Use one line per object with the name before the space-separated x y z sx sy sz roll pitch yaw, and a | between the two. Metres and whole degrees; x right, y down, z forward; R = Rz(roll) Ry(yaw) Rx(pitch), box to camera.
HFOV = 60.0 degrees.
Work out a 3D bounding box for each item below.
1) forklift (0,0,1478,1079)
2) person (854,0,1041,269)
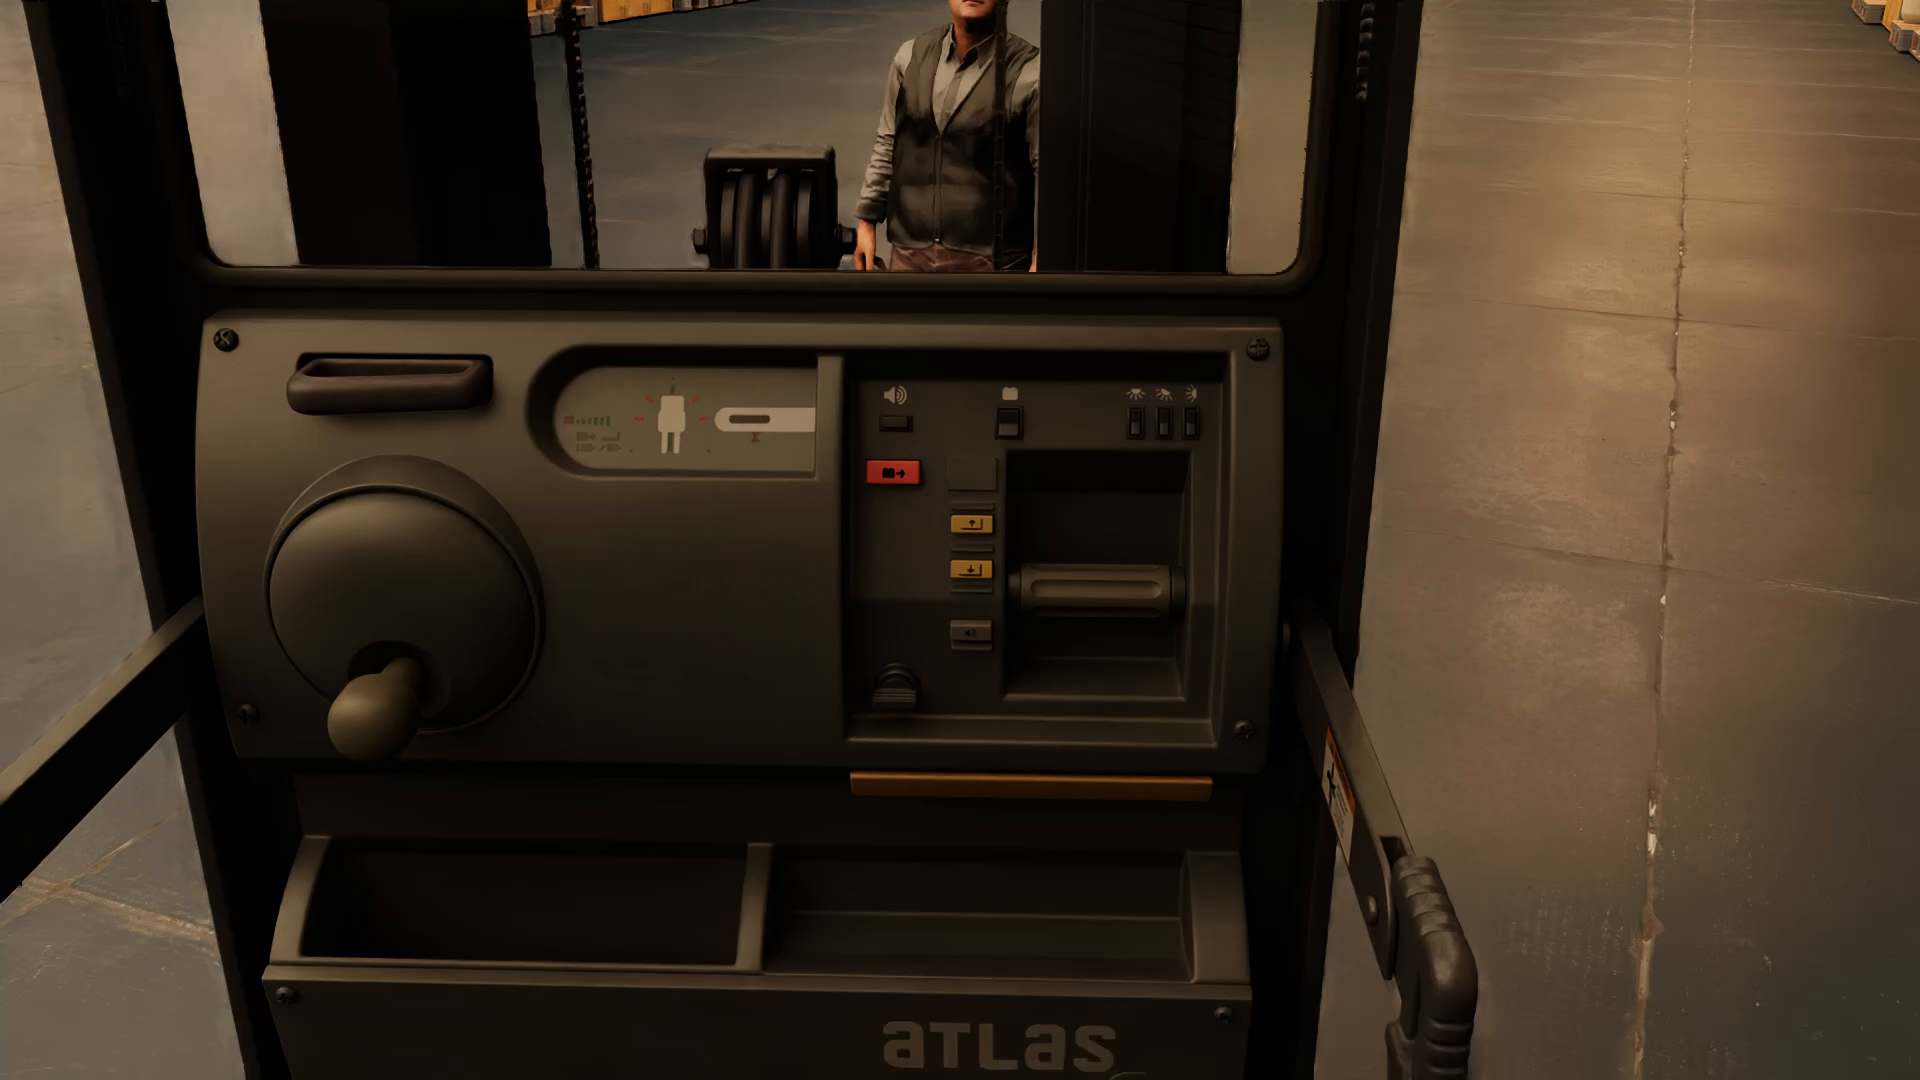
forklift | -0.195 0.023 1.239 1.130 2.935 3.031 1 23 2
person | -0.031 -0.779 4.707 0.633 1.722 0.566 9 24 21
